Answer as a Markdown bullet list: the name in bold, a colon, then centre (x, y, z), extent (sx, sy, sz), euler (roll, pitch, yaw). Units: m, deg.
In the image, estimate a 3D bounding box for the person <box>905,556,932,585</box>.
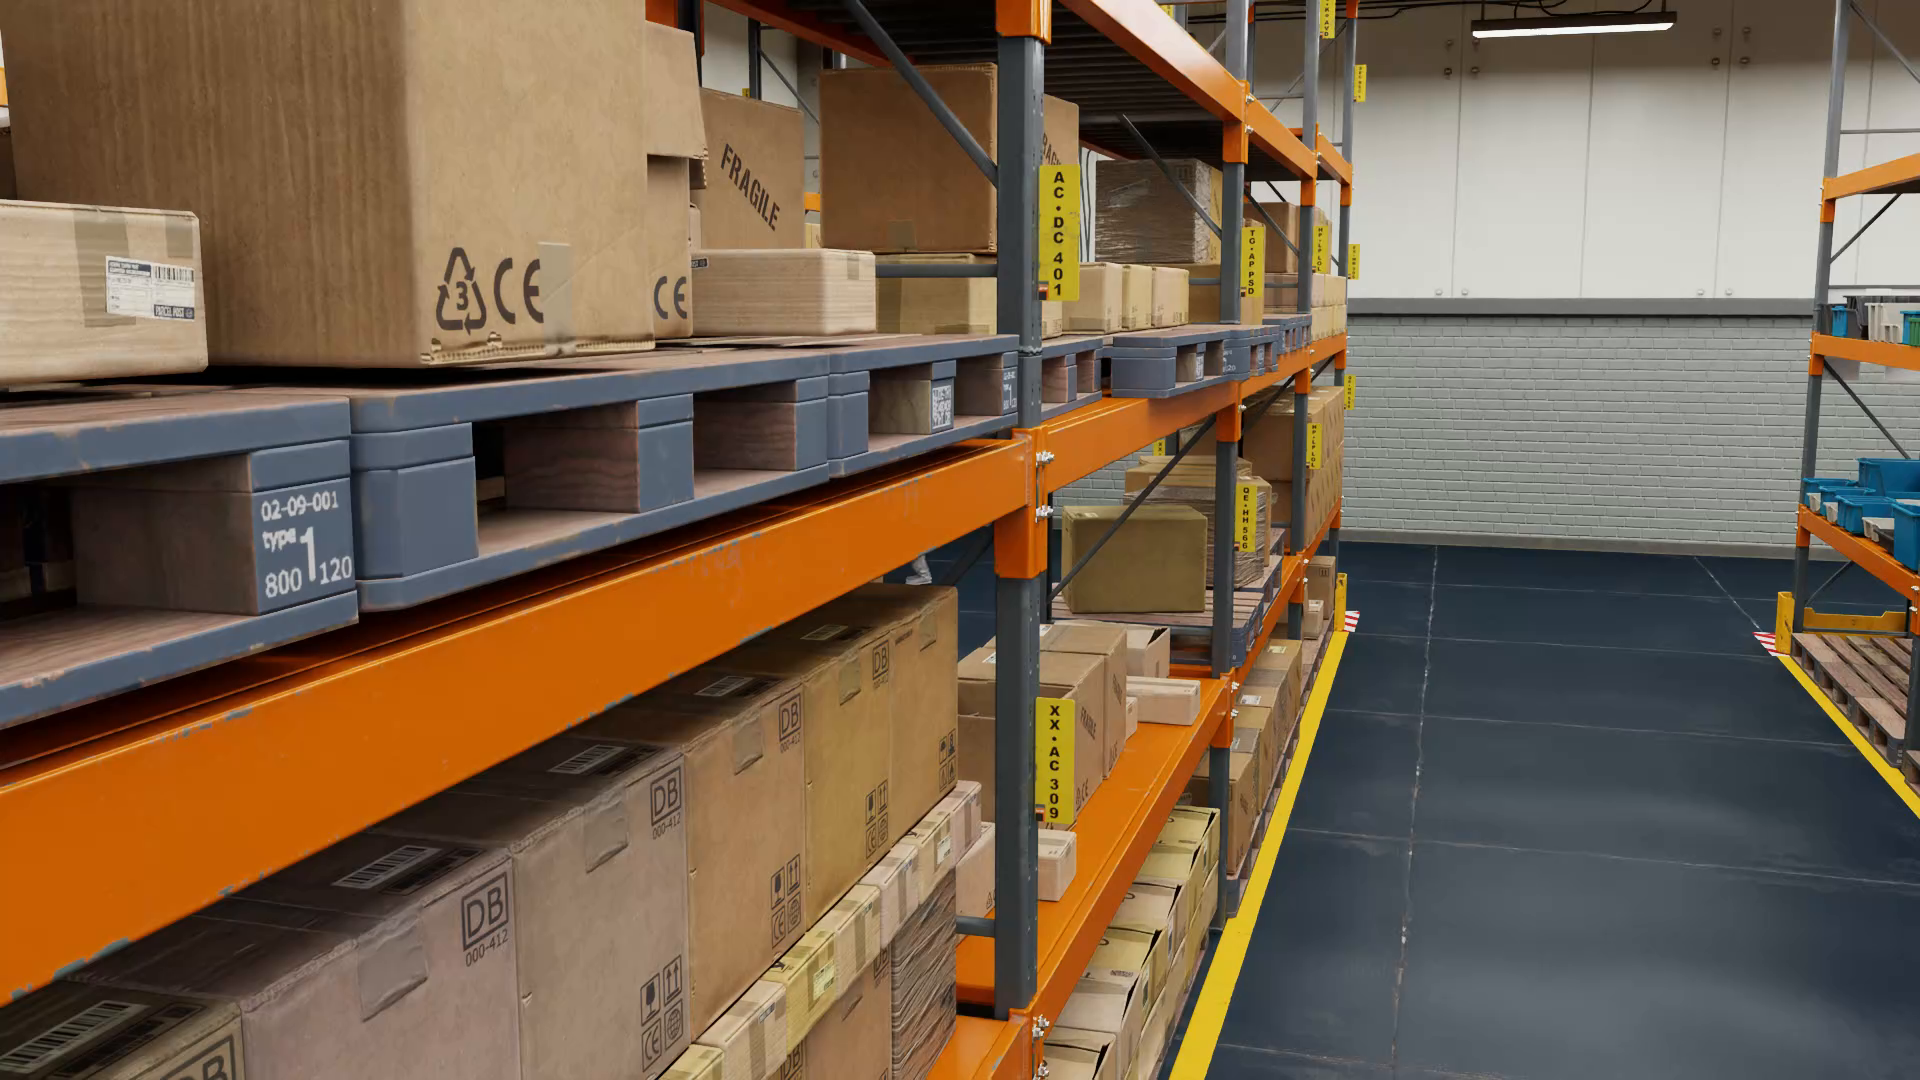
- **person**: centre (-0.517, -0.223, 18.172), extent (0.674, 1.429, 0.534), euler (0, 8, -1)
